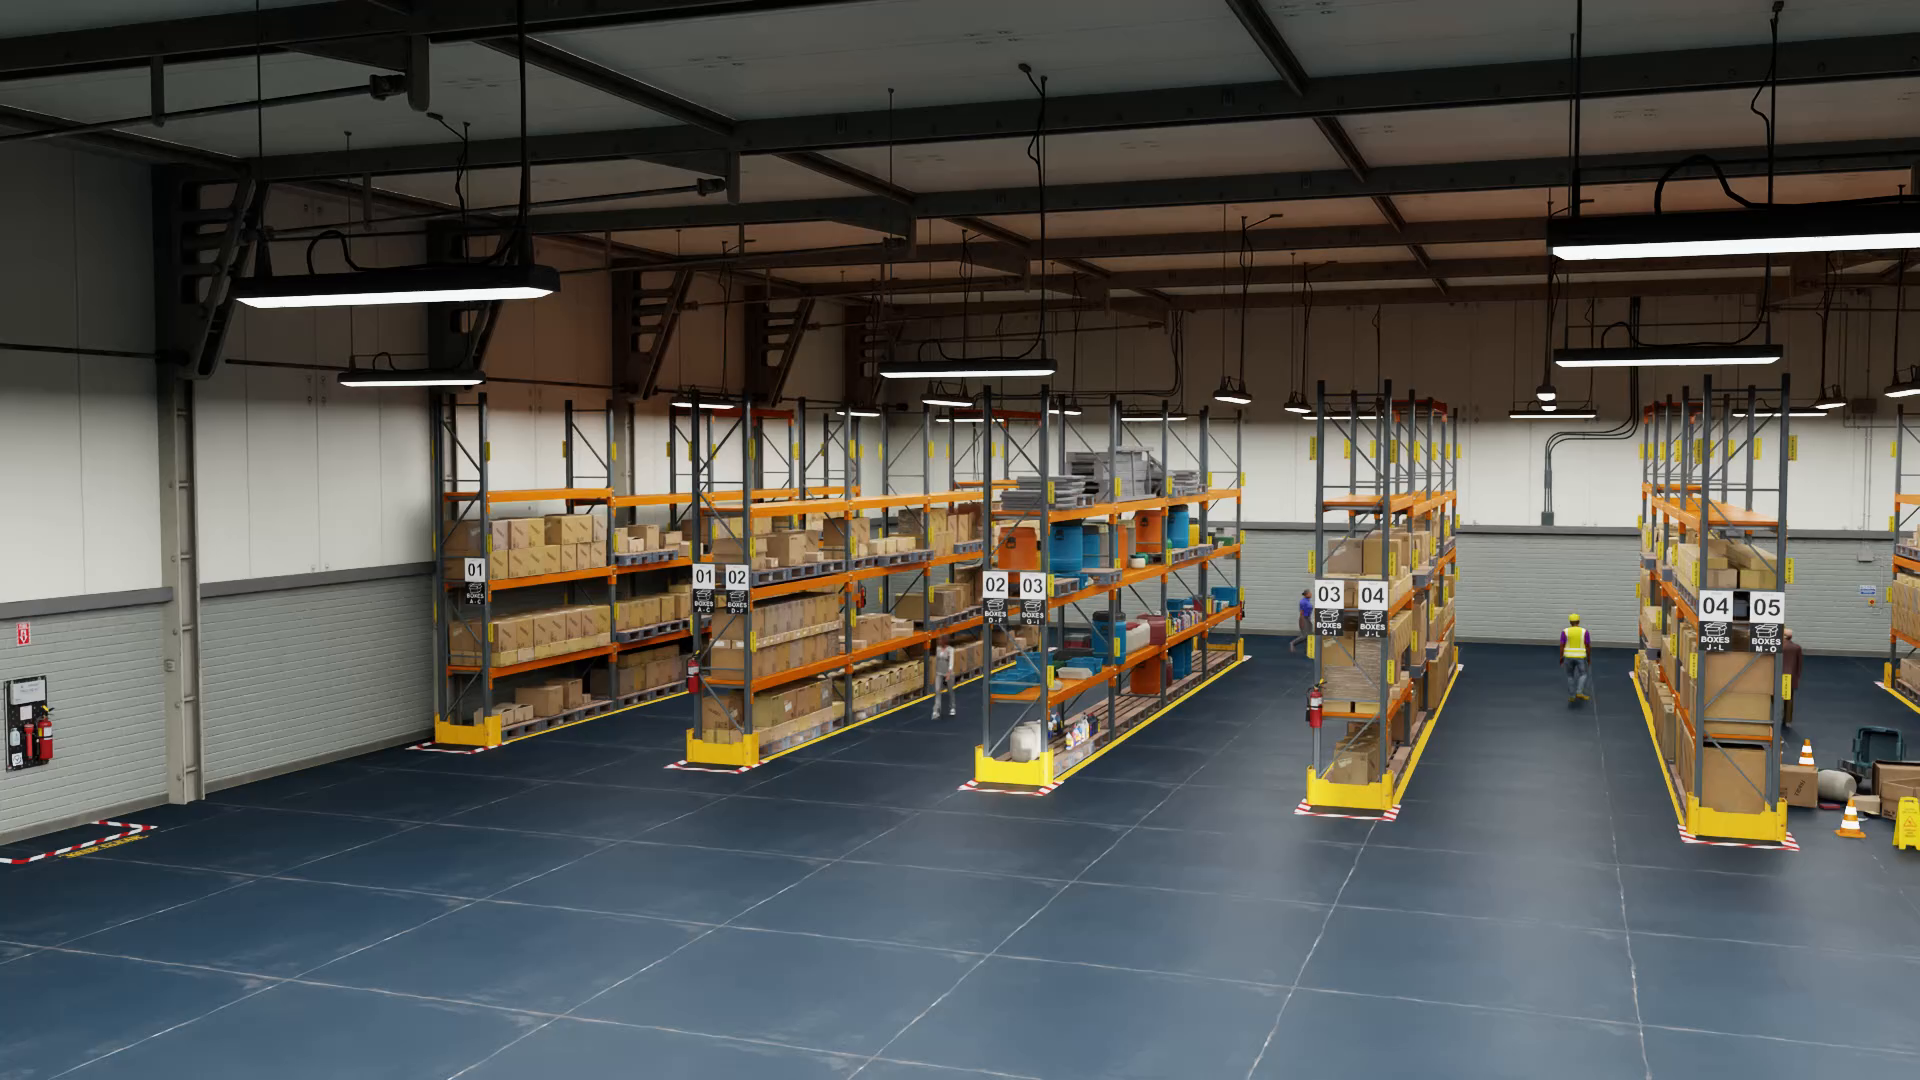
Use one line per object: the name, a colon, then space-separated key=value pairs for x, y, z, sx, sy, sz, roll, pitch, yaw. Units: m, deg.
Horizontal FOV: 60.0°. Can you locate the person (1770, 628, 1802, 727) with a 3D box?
person: x=15.025 y=2.531 z=30.231 sx=0.562 sy=1.834 sz=0.560 roll=1 pitch=3 yaw=15

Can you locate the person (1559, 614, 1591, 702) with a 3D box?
person: x=12.305 y=2.356 z=33.269 sx=0.594 sy=1.765 sz=0.548 roll=1 pitch=3 yaw=21

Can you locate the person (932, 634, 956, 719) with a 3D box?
person: x=-0.308 y=2.539 z=31.199 sx=0.434 sy=1.561 sz=0.869 roll=1 pitch=3 yaw=23

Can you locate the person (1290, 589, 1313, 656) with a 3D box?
person: x=8.384 y=2.005 z=40.584 sx=0.589 sy=1.651 sz=0.499 roll=2 pitch=4 yaw=37
